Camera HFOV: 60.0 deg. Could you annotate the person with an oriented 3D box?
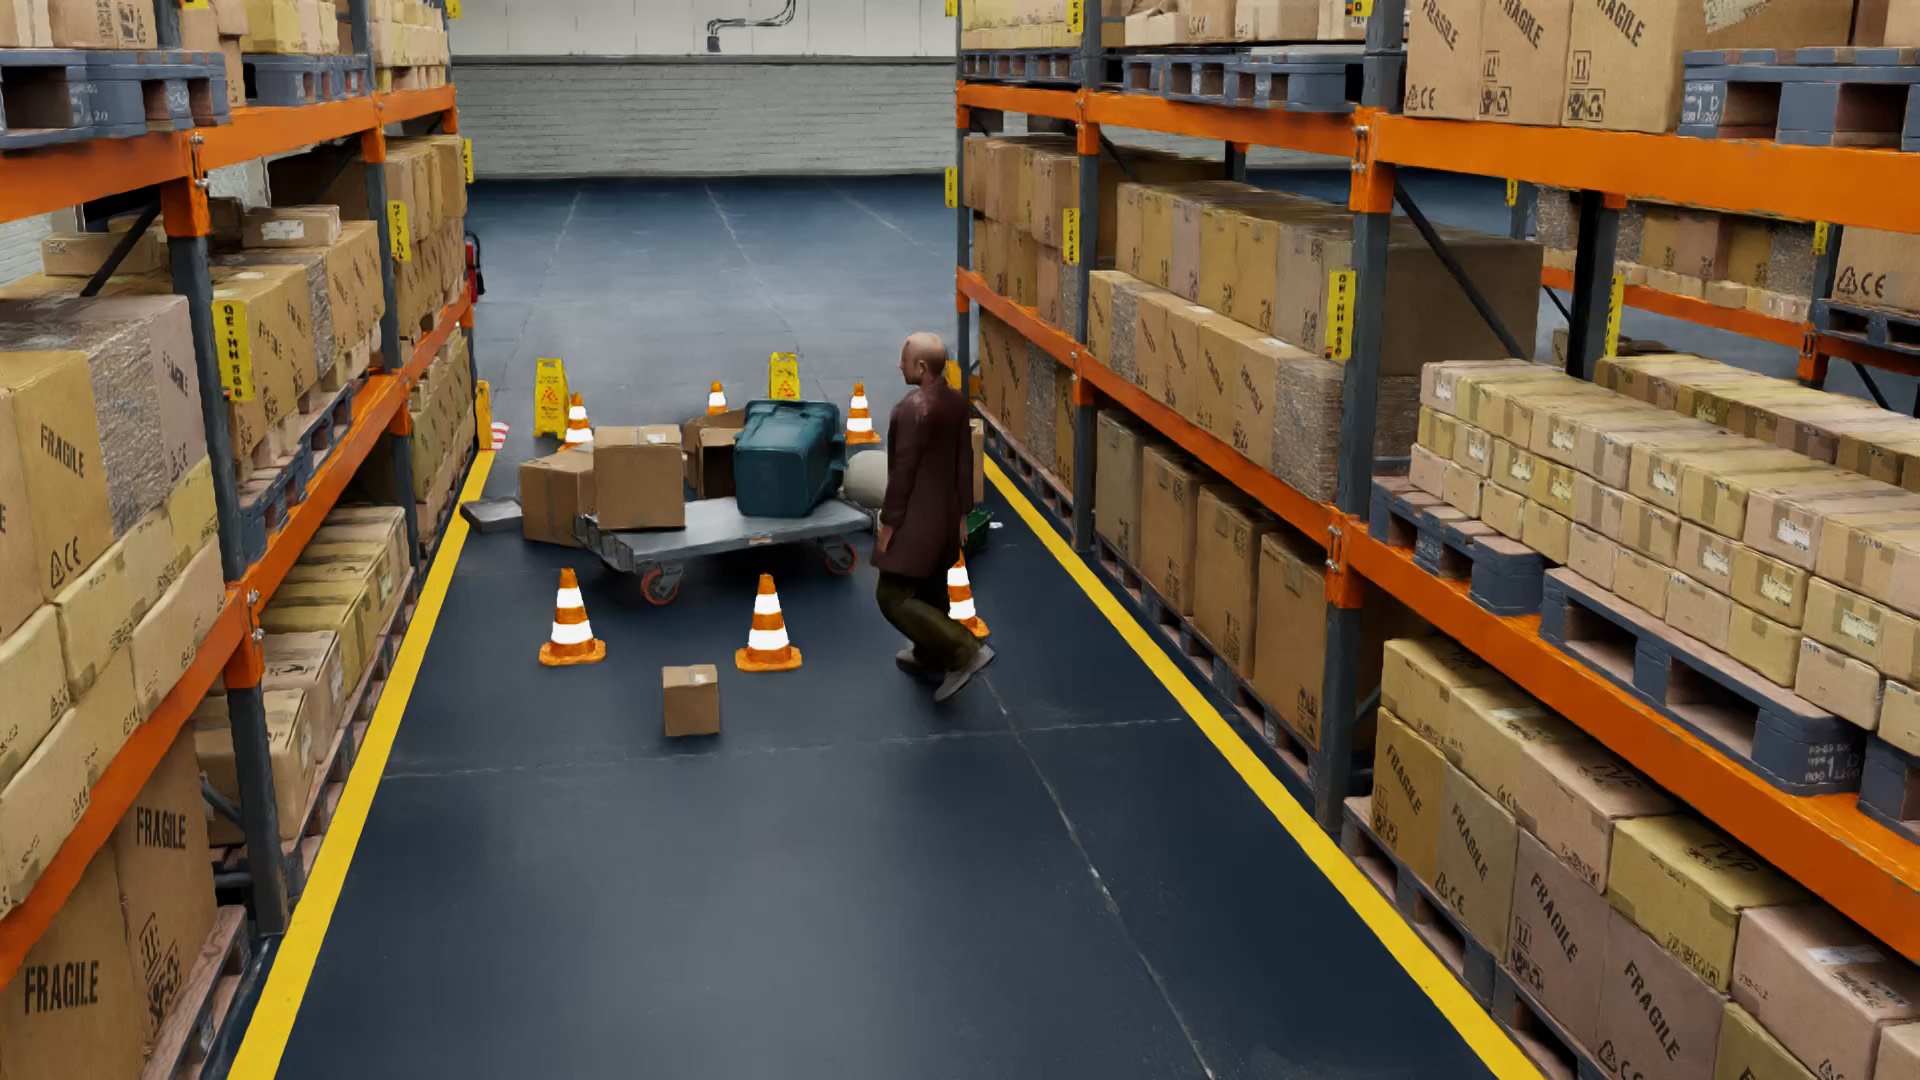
[{"bbox_3d":[-0.112,-0.102,7.851,0.703,1.771,0.697,6,17,21],"label":"person"}]
